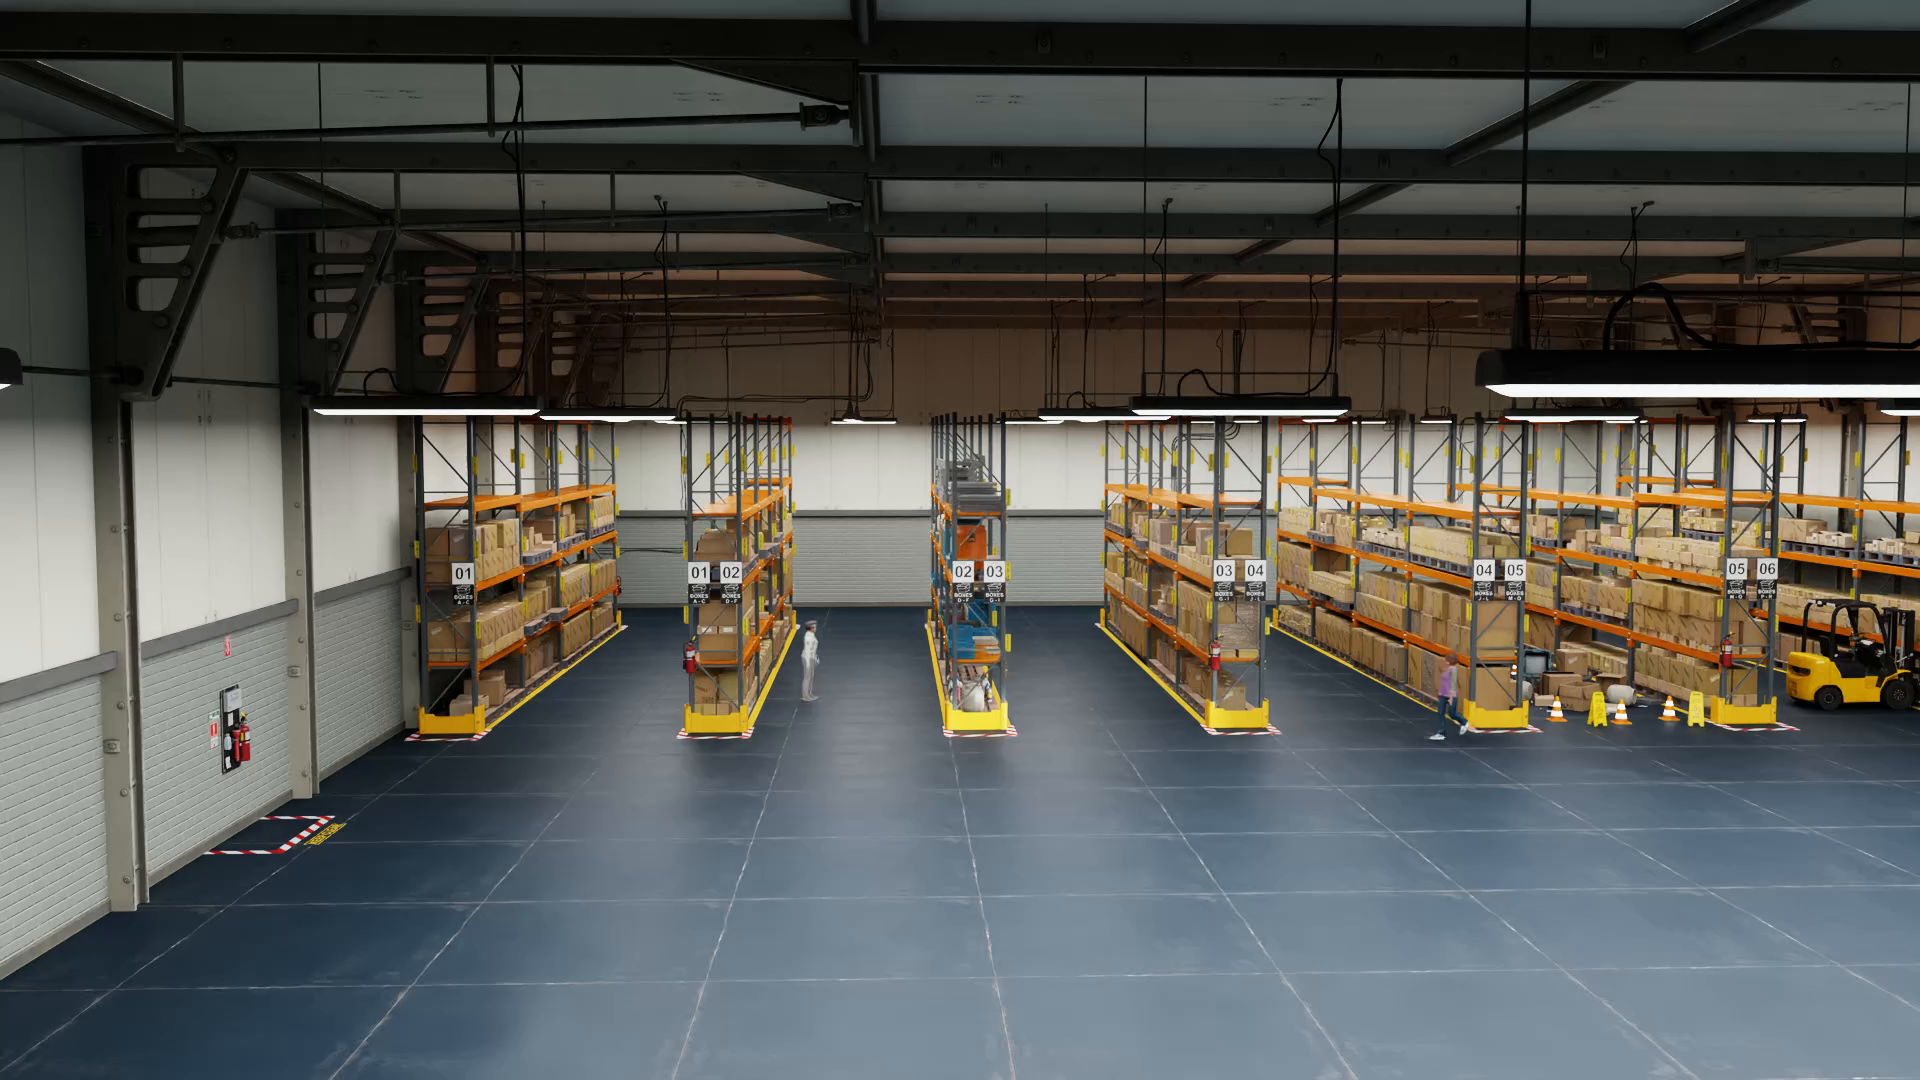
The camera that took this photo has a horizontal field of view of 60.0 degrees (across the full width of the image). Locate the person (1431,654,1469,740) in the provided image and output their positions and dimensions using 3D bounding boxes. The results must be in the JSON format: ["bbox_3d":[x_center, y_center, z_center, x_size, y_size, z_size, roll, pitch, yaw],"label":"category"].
[{"bbox_3d":[8.982,2.857,30.417,0.721,1.580,0.403,-3,5,-34],"label":"person"}]

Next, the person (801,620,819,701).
[{"bbox_3d":[-3.147,2.520,34.831,0.367,1.690,0.518,0,4,3],"label":"person"}]
